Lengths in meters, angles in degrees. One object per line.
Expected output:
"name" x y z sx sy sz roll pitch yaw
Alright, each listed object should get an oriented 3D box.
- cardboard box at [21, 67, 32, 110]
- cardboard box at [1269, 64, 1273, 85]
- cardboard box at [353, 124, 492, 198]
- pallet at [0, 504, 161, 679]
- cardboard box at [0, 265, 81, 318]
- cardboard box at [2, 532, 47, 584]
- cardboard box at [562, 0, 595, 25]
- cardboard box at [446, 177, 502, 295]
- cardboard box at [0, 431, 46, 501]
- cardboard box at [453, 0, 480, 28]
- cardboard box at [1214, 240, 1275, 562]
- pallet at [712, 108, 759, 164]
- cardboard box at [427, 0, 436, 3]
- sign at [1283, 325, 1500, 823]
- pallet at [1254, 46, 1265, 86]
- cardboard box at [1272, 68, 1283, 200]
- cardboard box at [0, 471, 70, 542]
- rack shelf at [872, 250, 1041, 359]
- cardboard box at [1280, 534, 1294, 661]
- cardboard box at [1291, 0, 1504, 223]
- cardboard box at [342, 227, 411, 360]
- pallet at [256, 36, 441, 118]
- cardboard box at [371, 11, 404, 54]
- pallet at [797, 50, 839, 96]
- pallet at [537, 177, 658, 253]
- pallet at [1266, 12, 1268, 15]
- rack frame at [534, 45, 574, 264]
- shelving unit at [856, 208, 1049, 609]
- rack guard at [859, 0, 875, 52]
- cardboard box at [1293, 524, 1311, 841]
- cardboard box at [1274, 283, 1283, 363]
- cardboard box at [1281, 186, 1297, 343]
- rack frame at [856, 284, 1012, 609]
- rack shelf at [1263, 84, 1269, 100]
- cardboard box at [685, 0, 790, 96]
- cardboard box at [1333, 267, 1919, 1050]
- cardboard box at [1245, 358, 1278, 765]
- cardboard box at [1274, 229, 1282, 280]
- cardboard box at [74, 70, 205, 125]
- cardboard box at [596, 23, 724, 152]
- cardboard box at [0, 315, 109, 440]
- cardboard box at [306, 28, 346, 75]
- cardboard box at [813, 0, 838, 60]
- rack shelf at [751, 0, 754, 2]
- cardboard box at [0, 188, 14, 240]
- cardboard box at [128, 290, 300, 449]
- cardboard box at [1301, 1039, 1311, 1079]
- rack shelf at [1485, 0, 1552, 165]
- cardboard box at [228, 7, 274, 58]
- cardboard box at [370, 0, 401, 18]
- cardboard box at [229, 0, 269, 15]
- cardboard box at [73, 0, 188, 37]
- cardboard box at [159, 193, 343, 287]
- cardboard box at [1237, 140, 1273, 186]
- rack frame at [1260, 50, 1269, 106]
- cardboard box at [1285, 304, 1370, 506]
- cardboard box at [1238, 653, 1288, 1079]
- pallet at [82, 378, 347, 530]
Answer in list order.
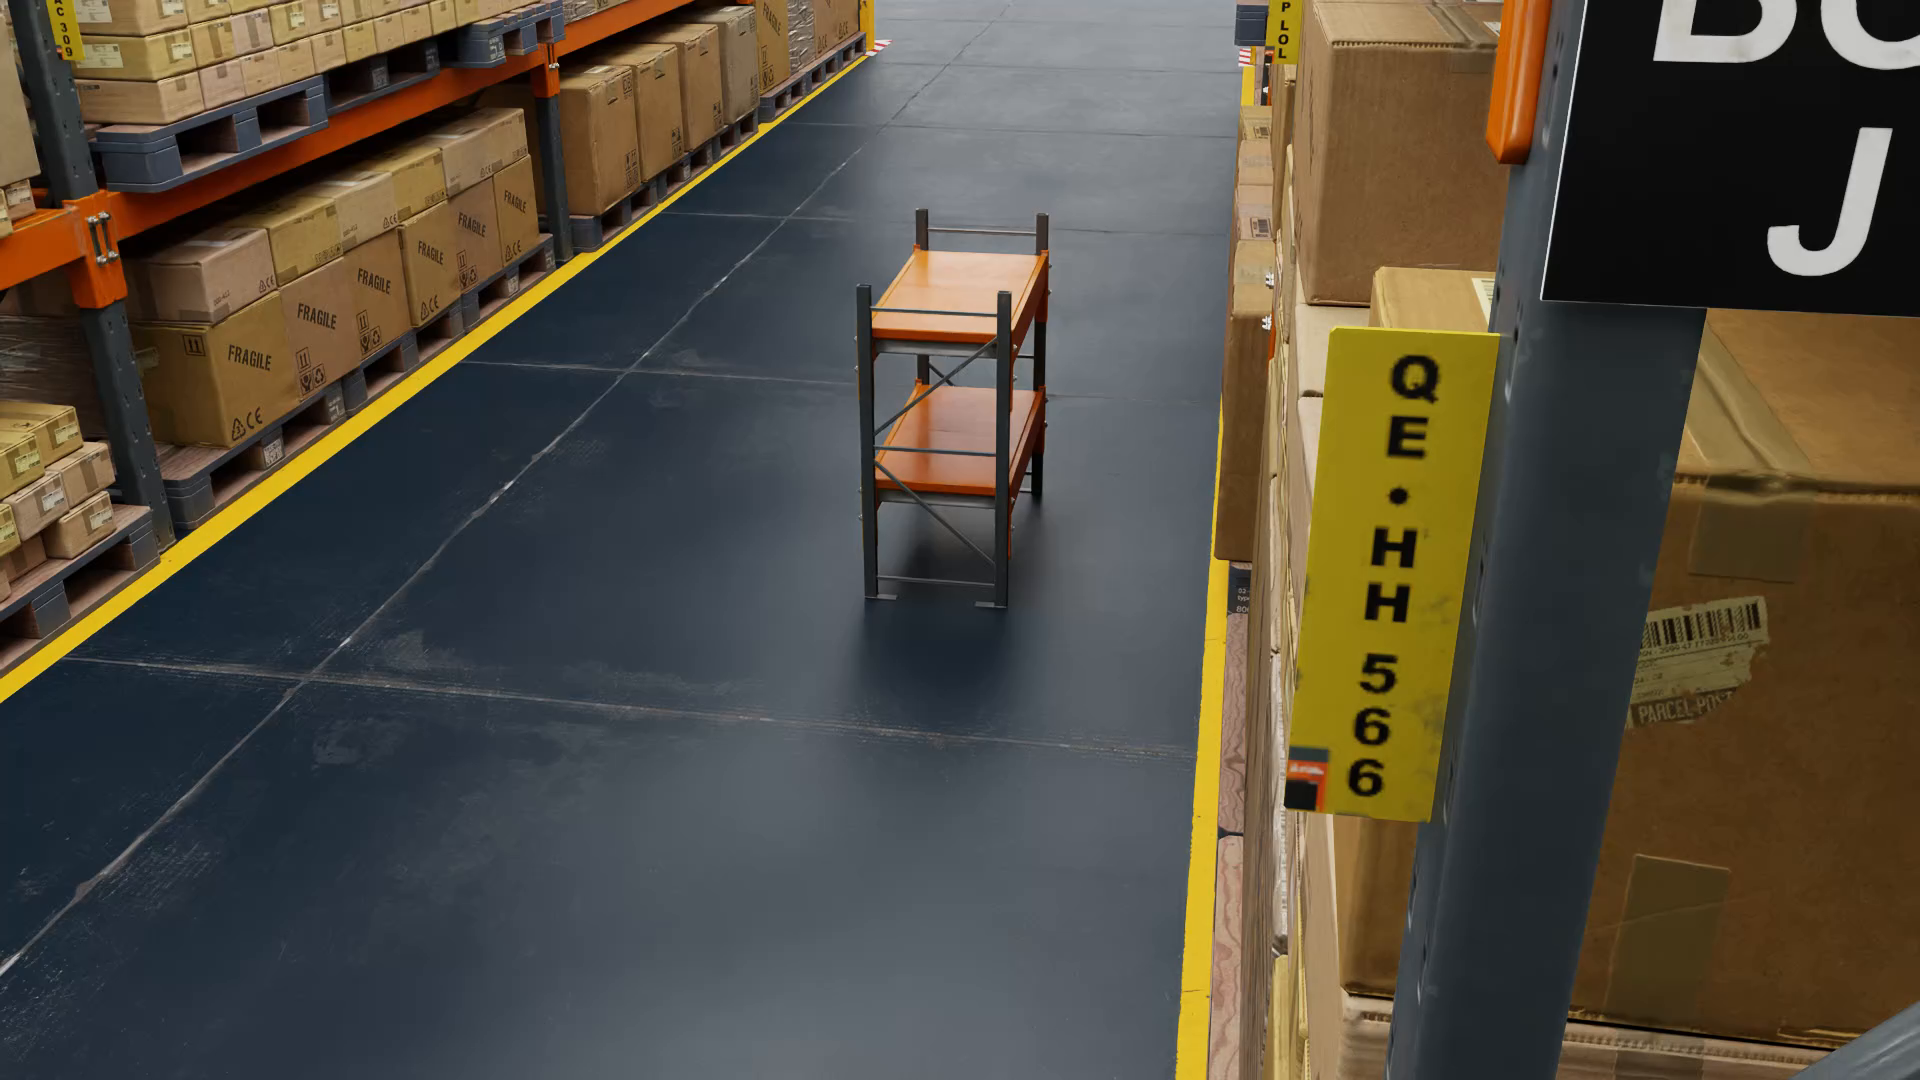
"cardboard box" -3.562 -1.610 5.952 0.380 0.149 0.250 3 25 7
"cardboard box" 1.669 -2.286 7.477 0.500 0.500 0.500 3 25 7
"cardboard box" -2.702 -1.908 8.357 0.500 0.250 0.500 4 25 9
"pallet" -3.506 0.192 5.590 1.003 0.211 1.213 4 25 9
"cardboard box" -3.559 -1.081 6.589 0.500 0.250 0.500 3 25 7
"cardboard box" -3.284 0.038 5.499 0.380 0.149 0.250 5 25 10
"cardboard box" -2.438 -3.241 9.518 0.500 0.500 0.500 4 25 9
"cardboard box" -2.716 -1.575 8.529 0.500 0.500 0.500 5 26 11
"cardboard box" -3.235 -0.246 5.403 0.380 0.149 0.250 4 25 9
"cardboard box" -2.533 -2.550 7.960 0.380 0.149 0.250 4 25 8
"cardboard box" 1.531 -0.465 5.716 1.225 0.875 0.875 4 25 9
"pallet" -2.175 -3.109 12.643 1.003 0.211 1.213 4 25 9
"cardboard box" -2.576 -2.569 7.651 0.380 0.149 0.250 4 25 8
"sign" 0.259 0.030 1.003 0.100 0.325 0.005 4 25 9
"pallet" 3.227 -4.355 15.304 1.003 0.211 1.213 4 25 9
"cardboard box" 1.340 -1.434 5.658 0.500 0.500 0.500 5 26 10
"cardboard box" -3.201 -0.120 5.484 0.380 0.149 0.250 3 25 6
"rack shelf" -0.001 -0.838 5.850 0.459 0.093 0.952 4 25 9
"cardboard box" 0.733 0.111 2.770 0.380 0.149 0.250 4 25 9
"cardboard box" 1.027 -0.986 3.760 0.500 0.500 0.500 4 25 9
"cardboard box" -2.892 -1.144 7.609 0.500 0.500 0.500 4 25 9
"pallet" -3.061 -2.109 7.444 1.003 0.211 1.213 4 25 9
"cardboard box" -2.661 -2.215 7.244 0.380 0.149 0.250 3 25 6
"pallet" -1.725 -4.261 15.104 1.003 0.211 1.213 4 25 9
"pallet" -2.574 -2.088 10.463 1.003 0.211 1.213 4 25 9
"pallet" 2.382 -3.385 10.169 1.003 0.211 1.213 4 25 9
"rack frame" -2.777 -3.027 9.178 1.000 3.000 0.127 4 25 9
"shelving unit" -0.001 -0.507 6.006 0.538 1.125 1.048 4 25 9
"rack guard" -1.466 -5.251 16.878 1.175 0.500 0.348 4 25 9
"cardboard box" 0.693 0.205 2.100 0.500 0.250 0.500 4 25 8
"cardboard box" 0.984 -0.533 4.148 0.380 0.149 0.250 5 26 10
"cardboard box" 1.024 -0.649 3.924 0.500 0.250 0.500 4 25 8
"rack frame" -0.084 -0.294 5.551 0.500 1.125 0.032 4 25 9
"rack shelf" 2.426 -3.152 10.293 1.077 0.370 4.000 4 25 9
"cardboard box" -1.952 -4.186 13.665 0.875 0.875 0.875 4 25 9
"cardboard box" 0.612 0.077 1.490 0.500 0.500 0.500 4 25 9
"cardboard box" 1.259 0.075 4.563 0.875 0.875 0.875 4 25 9
"cardboard box" 1.069 -0.753 4.618 0.380 0.149 0.250 4 25 9
"cardboard box" -2.913 -1.563 5.852 0.380 0.149 0.250 3 25 6
"cardboard box" -2.298 -3.202 11.711 1.050 0.750 0.750 4 25 9
"cardboard box" -3.559 -0.739 6.744 0.500 0.500 0.500 4 25 8
"cardboard box" -2.745 -1.995 6.775 0.380 0.149 0.250 3 25 6
"cardboard box" -1.657 -4.944 15.285 0.875 0.875 0.875 4 25 8
"rack shelf" -1.797 -5.210 14.692 1.077 0.370 4.000 4 25 9
"cardboard box" -3.181 -0.989 5.121 0.380 0.149 0.250 3 25 7
"cardboard box" -3.049 -0.703 6.666 0.500 0.500 0.500 5 26 11
"cardboard box" 0.525 0.647 1.626 0.380 0.149 0.250 5 25 10
"rack shelf" 1.119 -1.164 2.509 1.077 0.370 4.000 4 25 9
"cardboard box" -2.831 -1.914 6.252 0.380 0.149 0.250 5 25 10
"cardboard box" -2.659 -2.352 7.187 0.380 0.149 0.250 4 25 7
"cardboard box" -2.829 -2.057 6.205 0.380 0.149 0.250 4 25 9
"cardboard box" -2.913 -1.833 5.726 0.380 0.149 0.250 5 26 11
"cardboard box" -2.965 -1.265 6.983 0.500 0.250 0.500 5 25 10
"cardboard box" 1.813 -1.209 7.306 1.225 0.875 0.875 4 25 9
"rack frame" 2.753 -4.314 11.928 1.000 3.000 0.127 4 25 9
"cardboard box" 0.857 -0.226 3.021 0.500 0.250 0.500 4 25 9
"cardboard box" 0.966 0.823 2.964 0.875 0.875 0.875 4 25 9
"pallet" -3.305 -0.417 6.891 1.003 0.211 1.213 4 25 9
